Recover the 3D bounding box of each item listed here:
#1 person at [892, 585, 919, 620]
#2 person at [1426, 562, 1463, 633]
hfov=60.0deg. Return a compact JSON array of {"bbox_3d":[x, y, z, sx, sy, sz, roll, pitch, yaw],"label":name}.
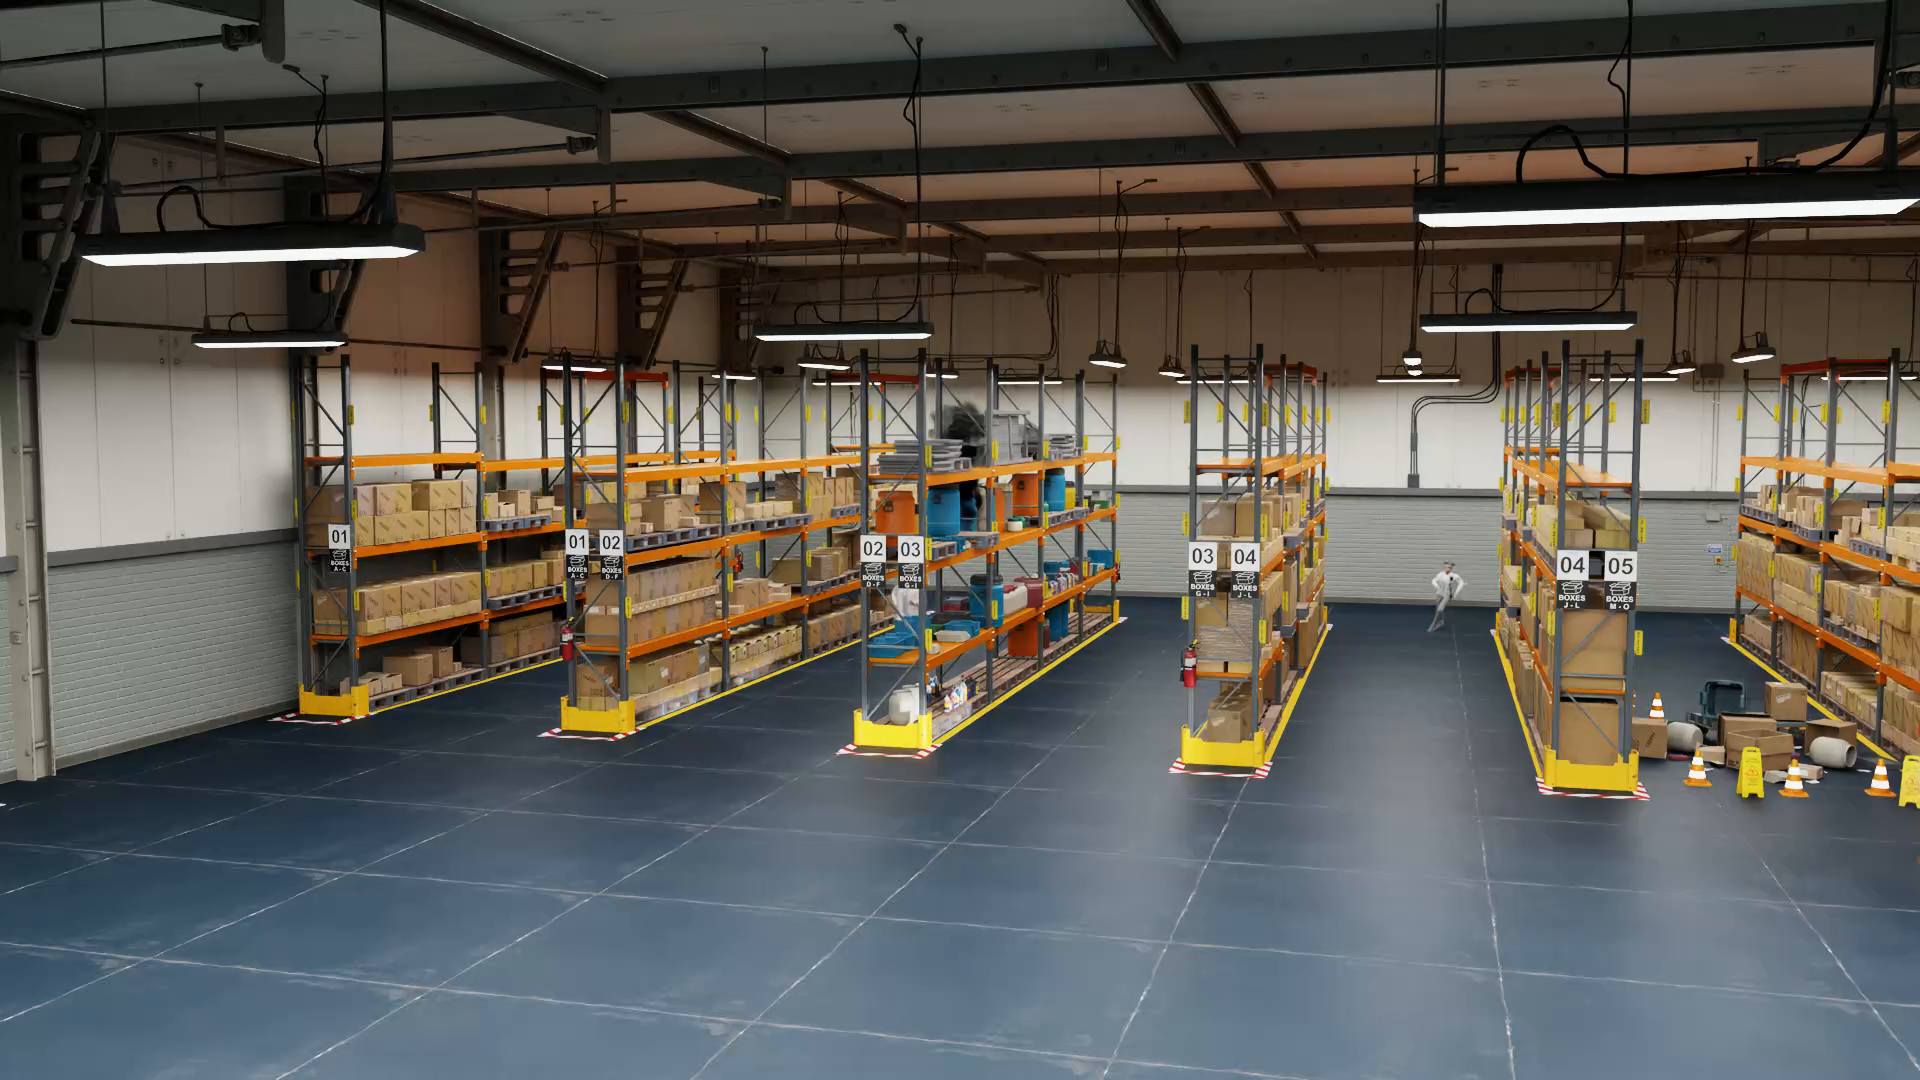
[{"bbox_3d":[-1.082,1.561,33.879,0.703,1.805,1.040,1,4,8],"label":"person"},{"bbox_3d":[11.219,1.315,38.490,0.724,1.667,0.847,4,6,39],"label":"person"}]
